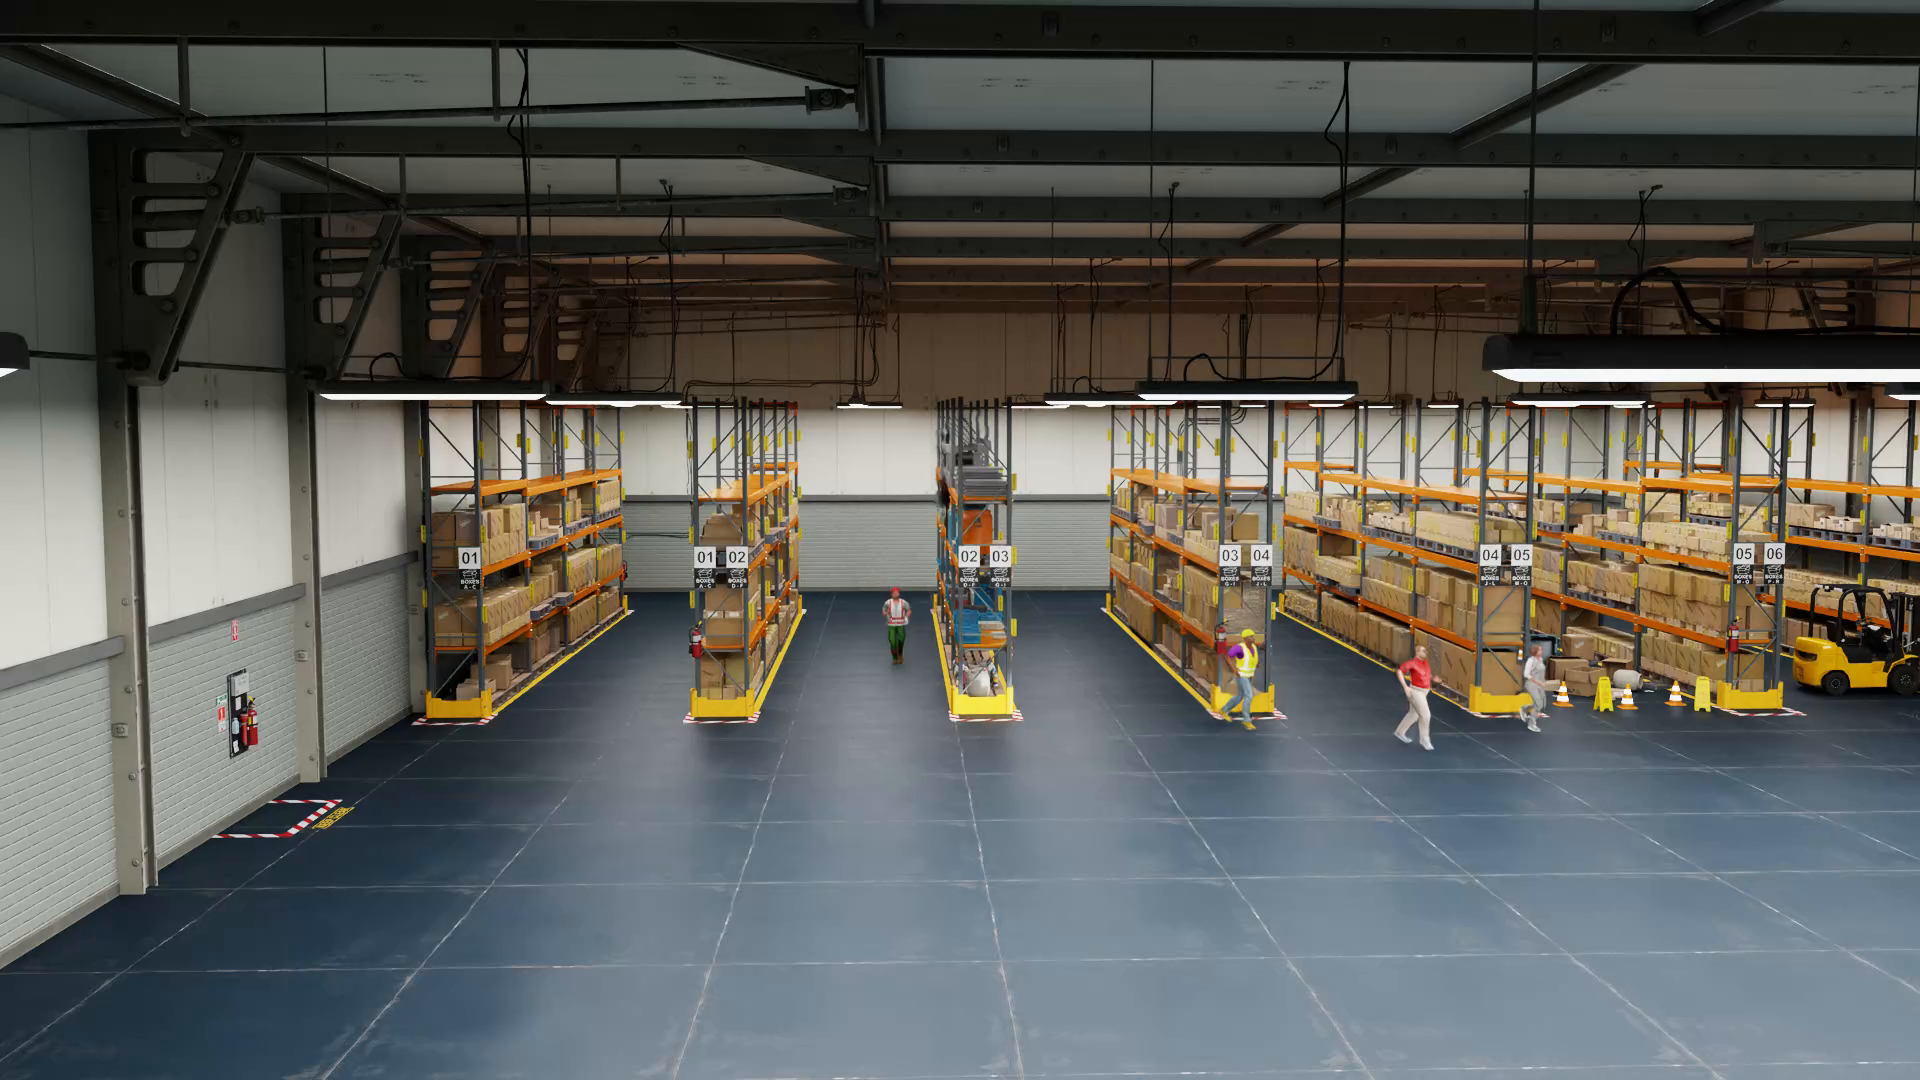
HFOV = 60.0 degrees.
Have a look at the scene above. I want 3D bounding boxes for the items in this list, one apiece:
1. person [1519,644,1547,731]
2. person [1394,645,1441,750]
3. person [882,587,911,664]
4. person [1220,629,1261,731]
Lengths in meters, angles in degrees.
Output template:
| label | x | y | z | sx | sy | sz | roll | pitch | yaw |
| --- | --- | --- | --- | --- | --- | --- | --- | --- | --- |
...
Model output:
| label | x | y | z | sx | sy | sz | roll | pitch | yaw |
| --- | --- | --- | --- | --- | --- | --- | --- | --- | --- |
| person | 10.311 | 2.647 | 29.922 | 0.579 | 1.567 | 0.573 | -4 | 6 | -43 |
| person | 7.808 | 2.680 | 28.427 | 0.812 | 1.792 | 0.644 | 3 | 5 | 35 |
| person | -1.428 | 1.939 | 37.480 | 0.640 | 1.750 | 0.604 | 0 | 4 | -2 |
| person | 5.149 | 2.499 | 30.274 | 0.844 | 1.800 | 0.701 | 4 | 6 | 41 |
